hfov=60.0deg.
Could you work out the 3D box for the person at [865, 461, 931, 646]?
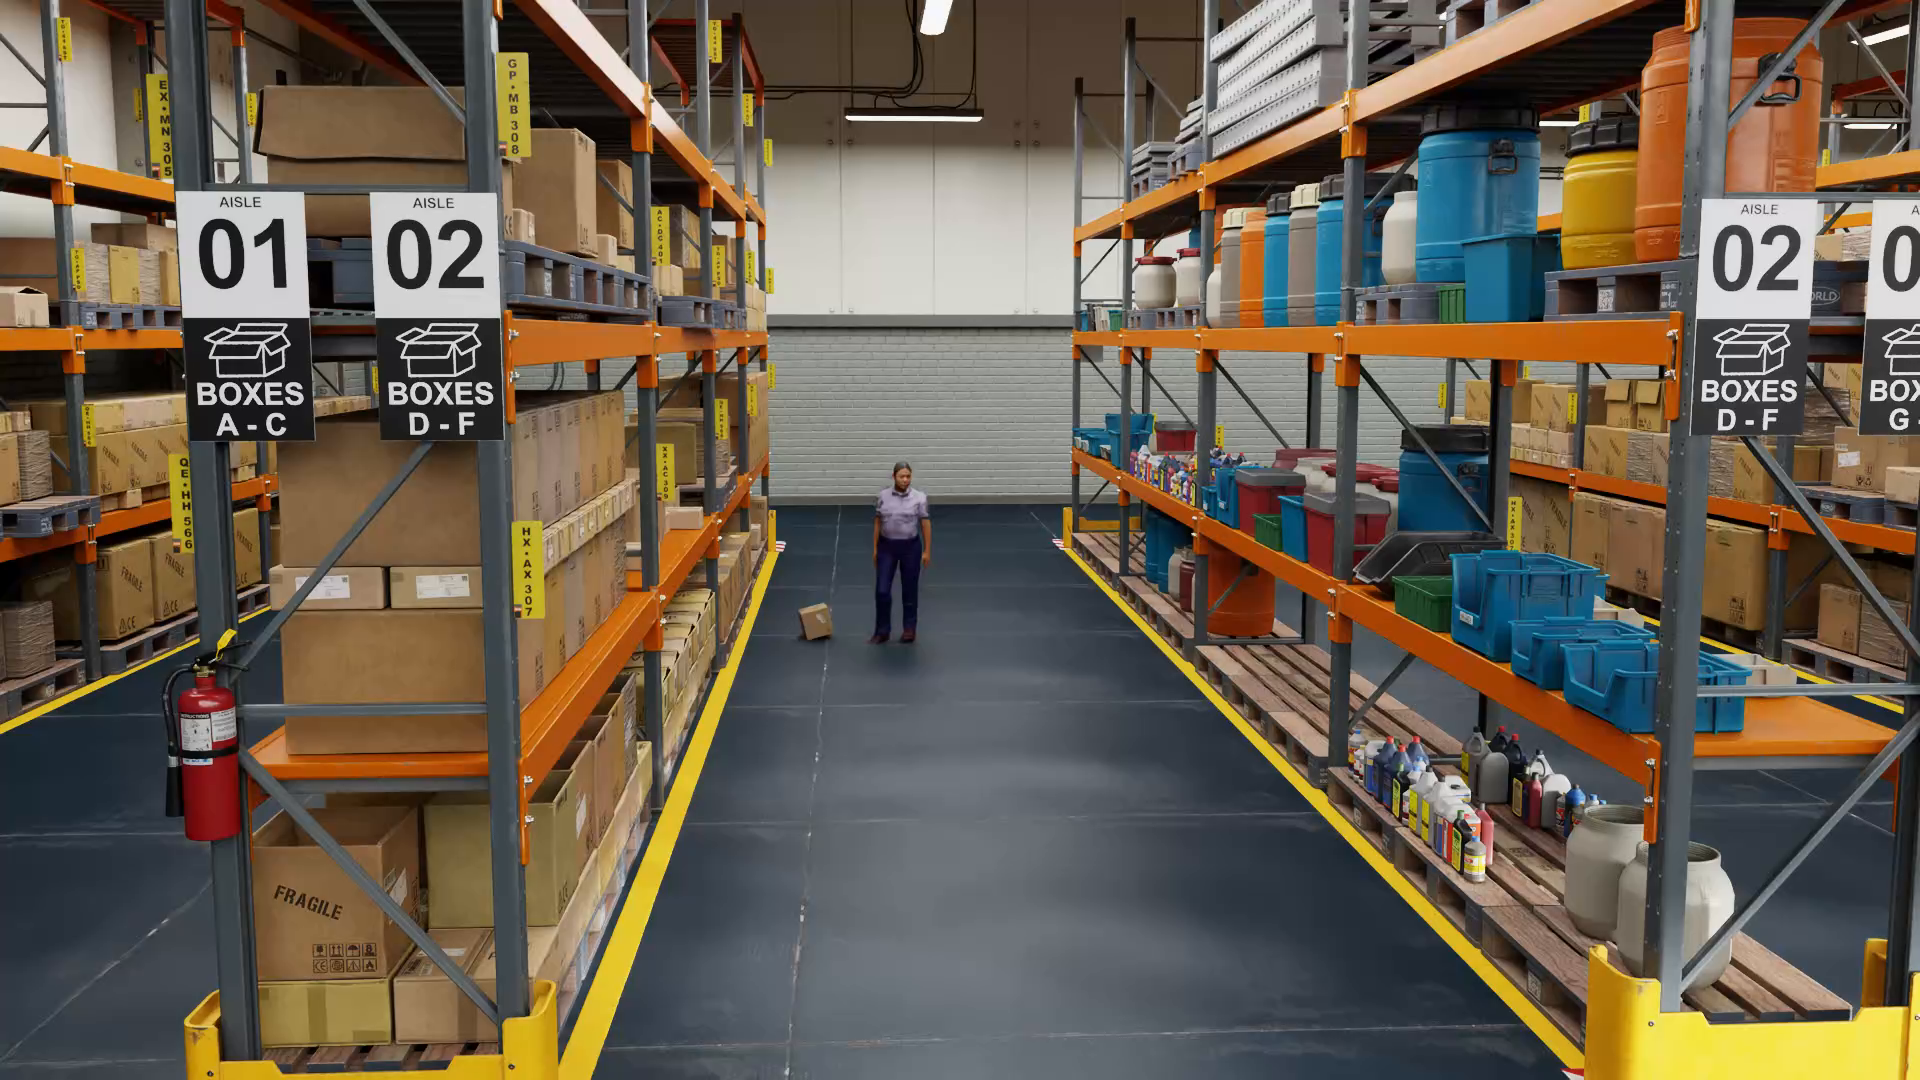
[{"bbox_3d":[-0.551,0.133,14.945,0.596,1.703,0.499,1,7,6],"label":"person"}]
